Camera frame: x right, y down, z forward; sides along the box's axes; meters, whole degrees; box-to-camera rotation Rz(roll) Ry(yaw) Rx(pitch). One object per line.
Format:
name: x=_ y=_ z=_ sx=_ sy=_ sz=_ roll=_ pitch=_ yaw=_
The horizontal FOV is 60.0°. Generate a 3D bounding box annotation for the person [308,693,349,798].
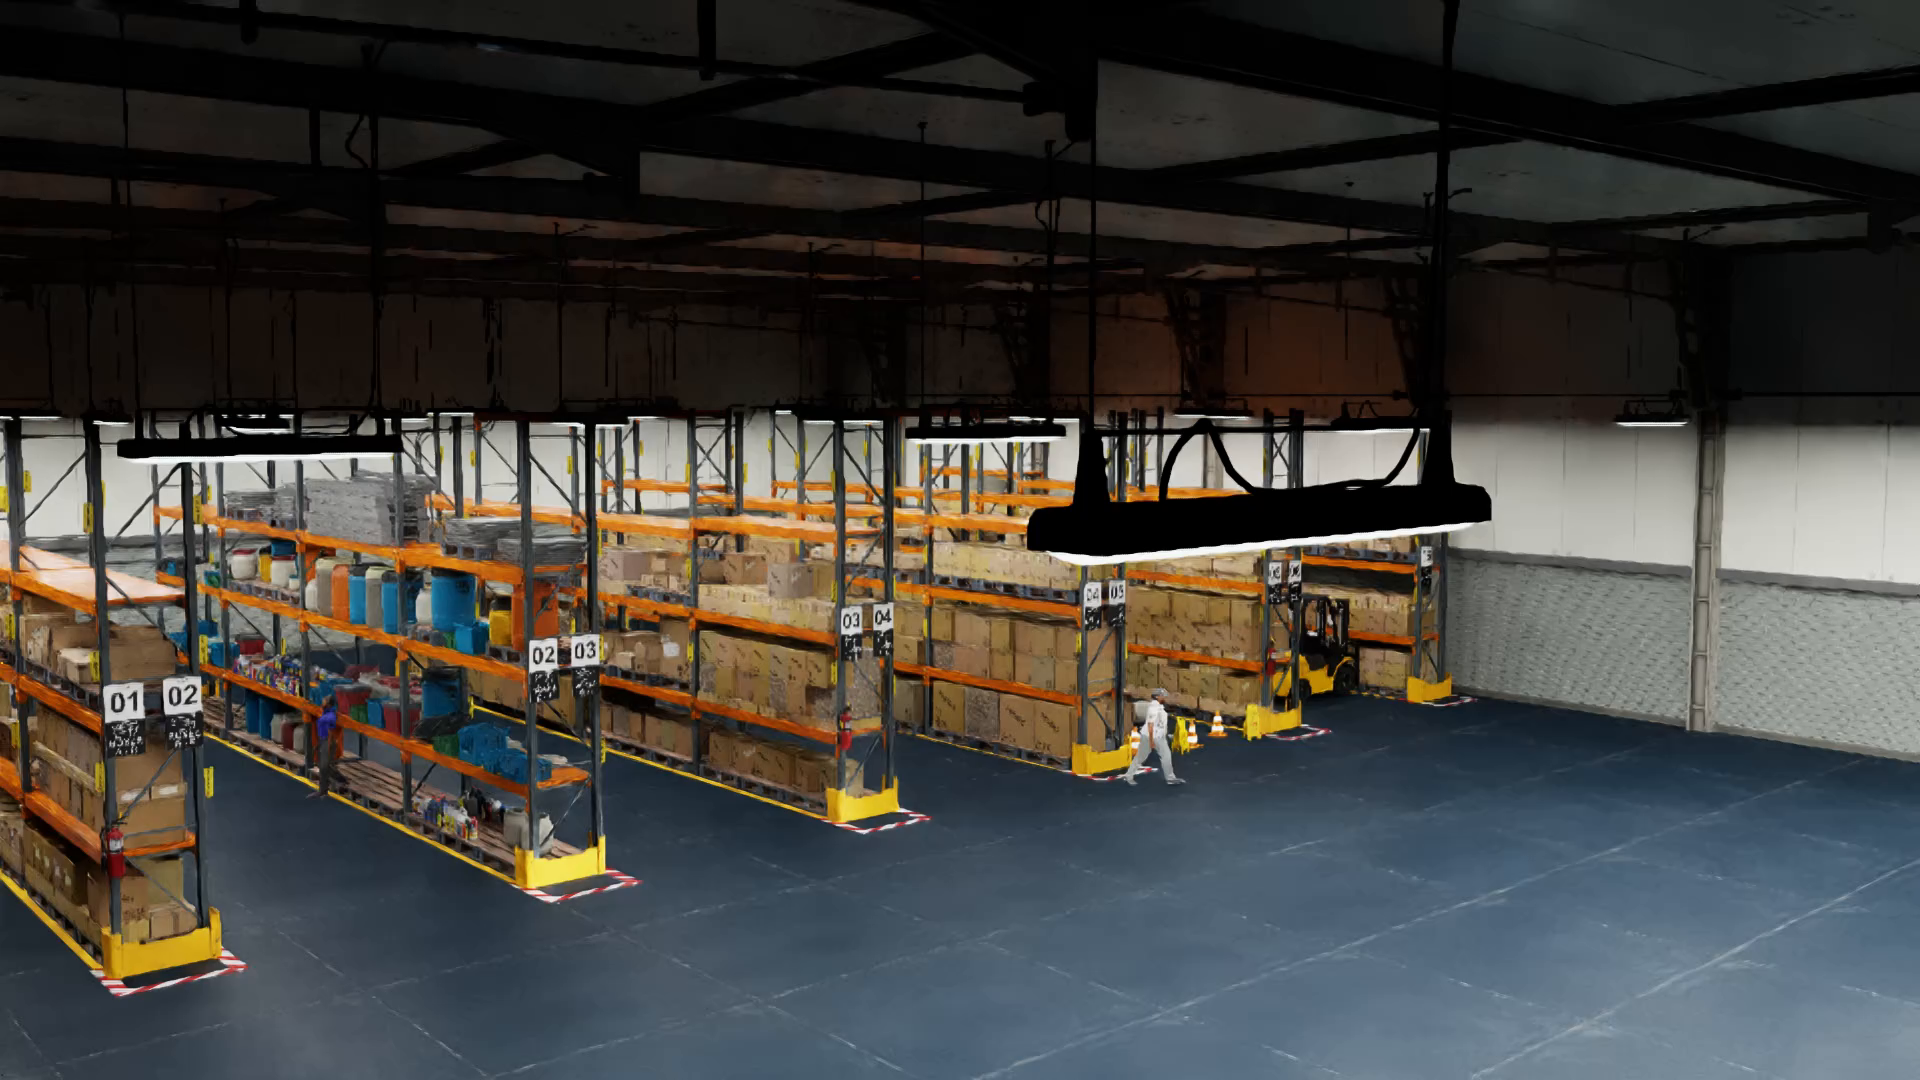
person: x=-9.910 y=3.275 z=26.031 sx=0.562 sy=1.526 sz=0.658 roll=-3 pitch=6 yaw=-34

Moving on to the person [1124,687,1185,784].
person: x=3.136 y=3.172 z=26.896 sx=0.942 sy=1.613 sz=0.519 roll=2 pitch=6 yaw=26

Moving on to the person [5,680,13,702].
person: x=-18.418 y=2.675 z=31.853 sx=0.677 sy=1.742 sz=0.552 roll=-5 pitch=7 yaw=-42
